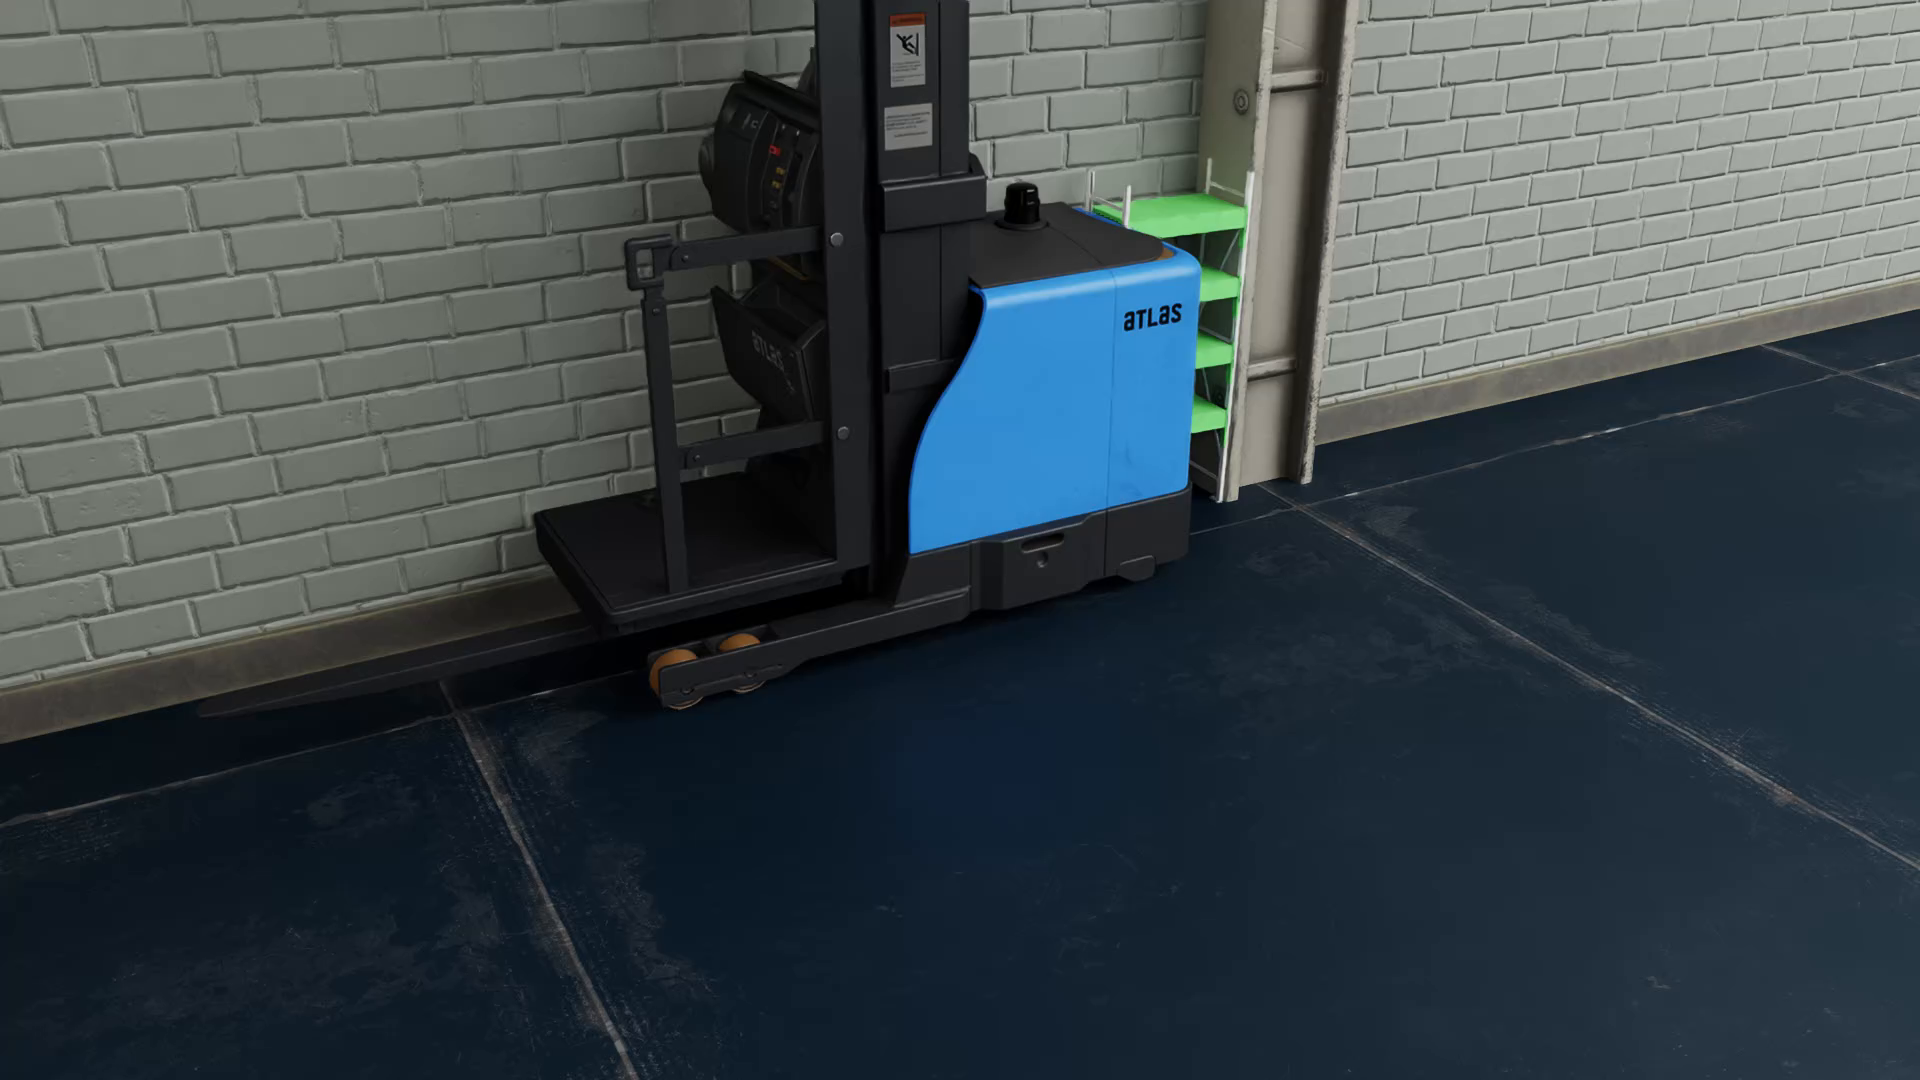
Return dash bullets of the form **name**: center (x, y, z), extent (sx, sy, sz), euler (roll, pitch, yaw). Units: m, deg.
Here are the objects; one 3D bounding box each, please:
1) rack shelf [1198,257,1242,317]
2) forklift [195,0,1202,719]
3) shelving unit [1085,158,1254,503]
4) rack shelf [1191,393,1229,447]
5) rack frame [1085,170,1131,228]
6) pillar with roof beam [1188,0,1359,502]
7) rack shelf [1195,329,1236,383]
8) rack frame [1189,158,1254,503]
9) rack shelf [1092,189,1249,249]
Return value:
- **rack shelf**: center (0.689, -0.837, 5.683), extent (0.480, 0.148, 0.258), euler (-12, 29, -26)
- **forklift**: center (-0.788, -1.100, 4.655), extent (3.031, 2.935, 1.130), euler (-13, 29, -25)
- **shelving unit**: center (0.686, -0.678, 5.759), extent (0.503, 1.200, 0.258), euler (-12, 29, -26)
- **rack shelf**: center (0.679, -0.403, 5.889), extent (0.480, 0.148, 0.258), euler (-12, 29, -26)
- **rack frame**: center (0.471, -0.632, 5.652), extent (0.015, 1.200, 0.240), euler (-12, 29, -26)
- **pillar with roof beam**: center (3.094, -2.649, 0.870), extent (0.400, 9.000, 9.100), euler (-13, 29, -25)
- **rack shelf**: center (0.684, -0.620, 5.786), extent (0.480, 0.148, 0.258), euler (-12, 29, -26)
- **rack frame**: center (0.901, -0.723, 5.865), extent (0.015, 1.200, 0.240), euler (-12, 29, -26)
- **rack shelf**: center (0.695, -1.053, 5.580), extent (0.480, 0.148, 0.258), euler (-12, 29, -26)
